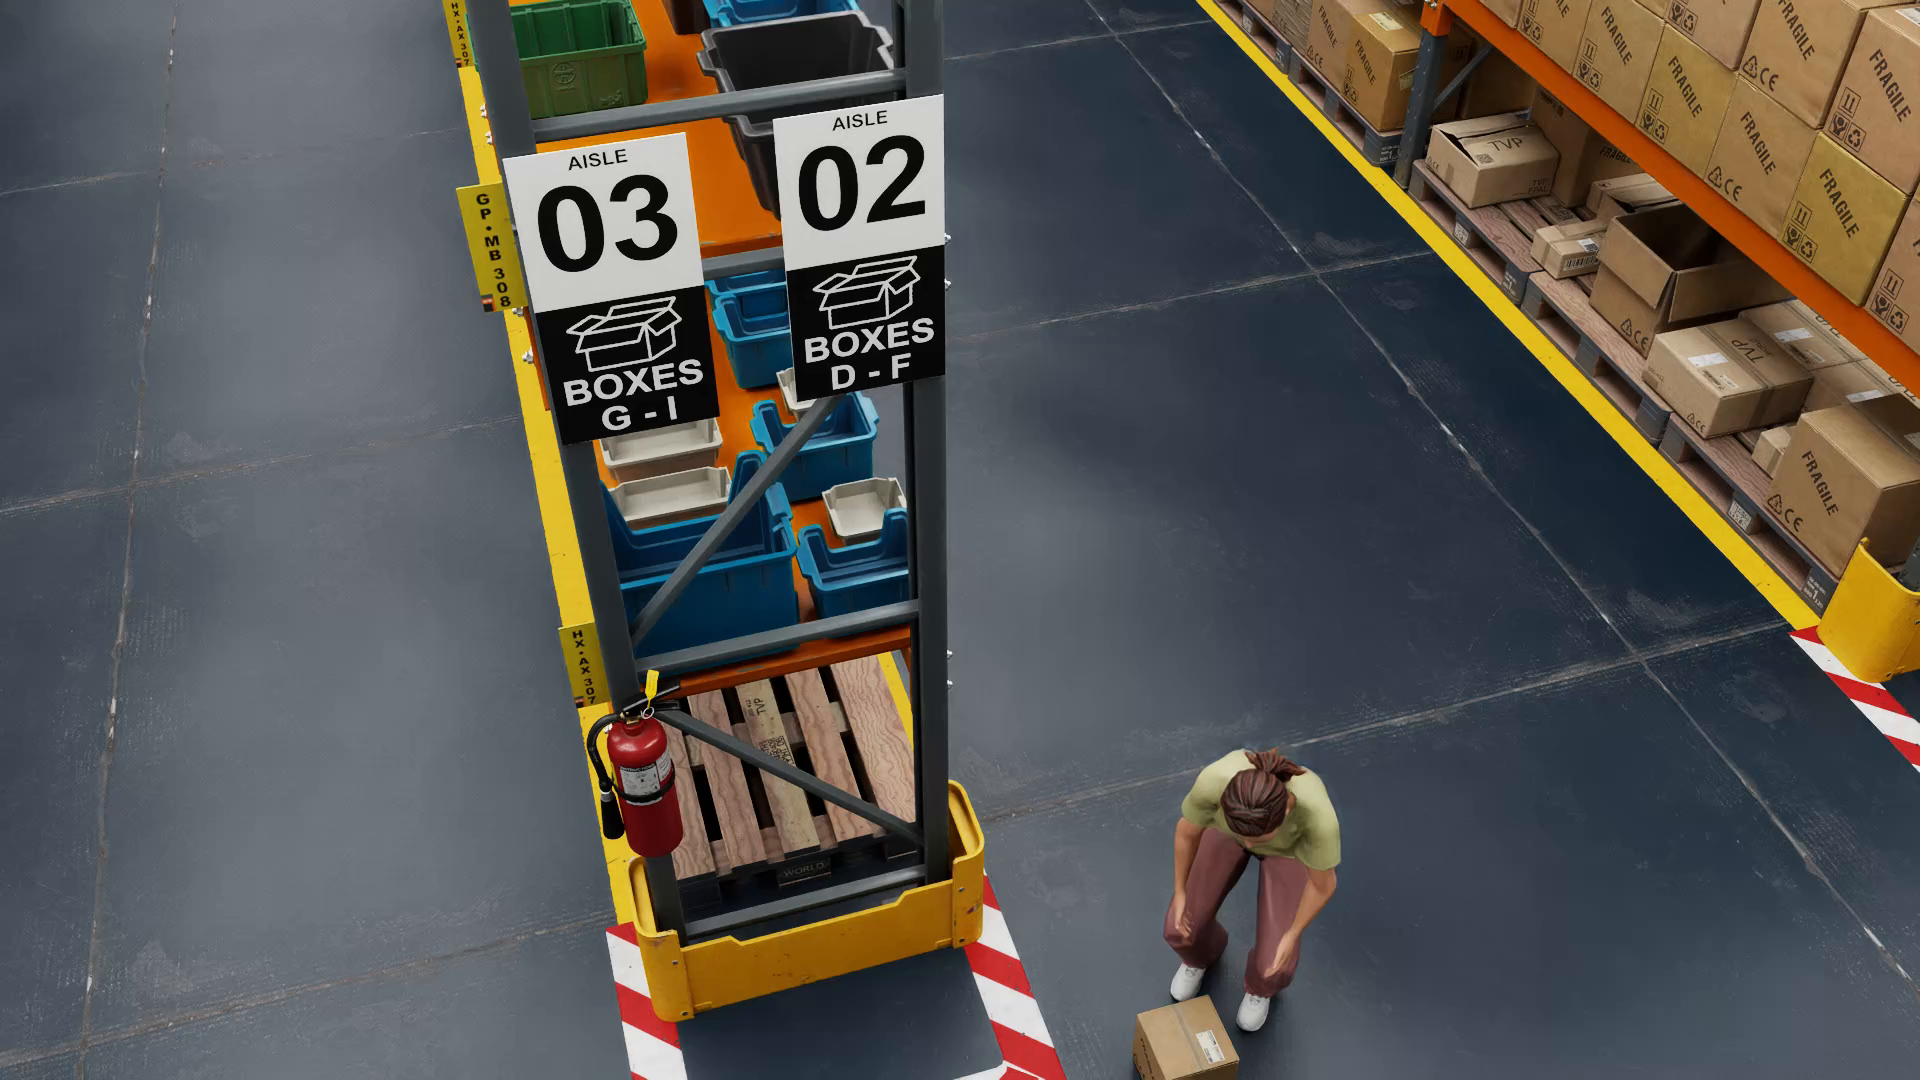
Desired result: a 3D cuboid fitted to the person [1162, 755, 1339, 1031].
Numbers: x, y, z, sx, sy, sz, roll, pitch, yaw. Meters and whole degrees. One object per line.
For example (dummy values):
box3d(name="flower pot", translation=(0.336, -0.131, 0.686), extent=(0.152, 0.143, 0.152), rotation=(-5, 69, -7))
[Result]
box3d(name="person", translation=(0.925, 1.069, 5.228), extent=(0.510, 1.362, 0.652), rotation=(20, 46, 20))
